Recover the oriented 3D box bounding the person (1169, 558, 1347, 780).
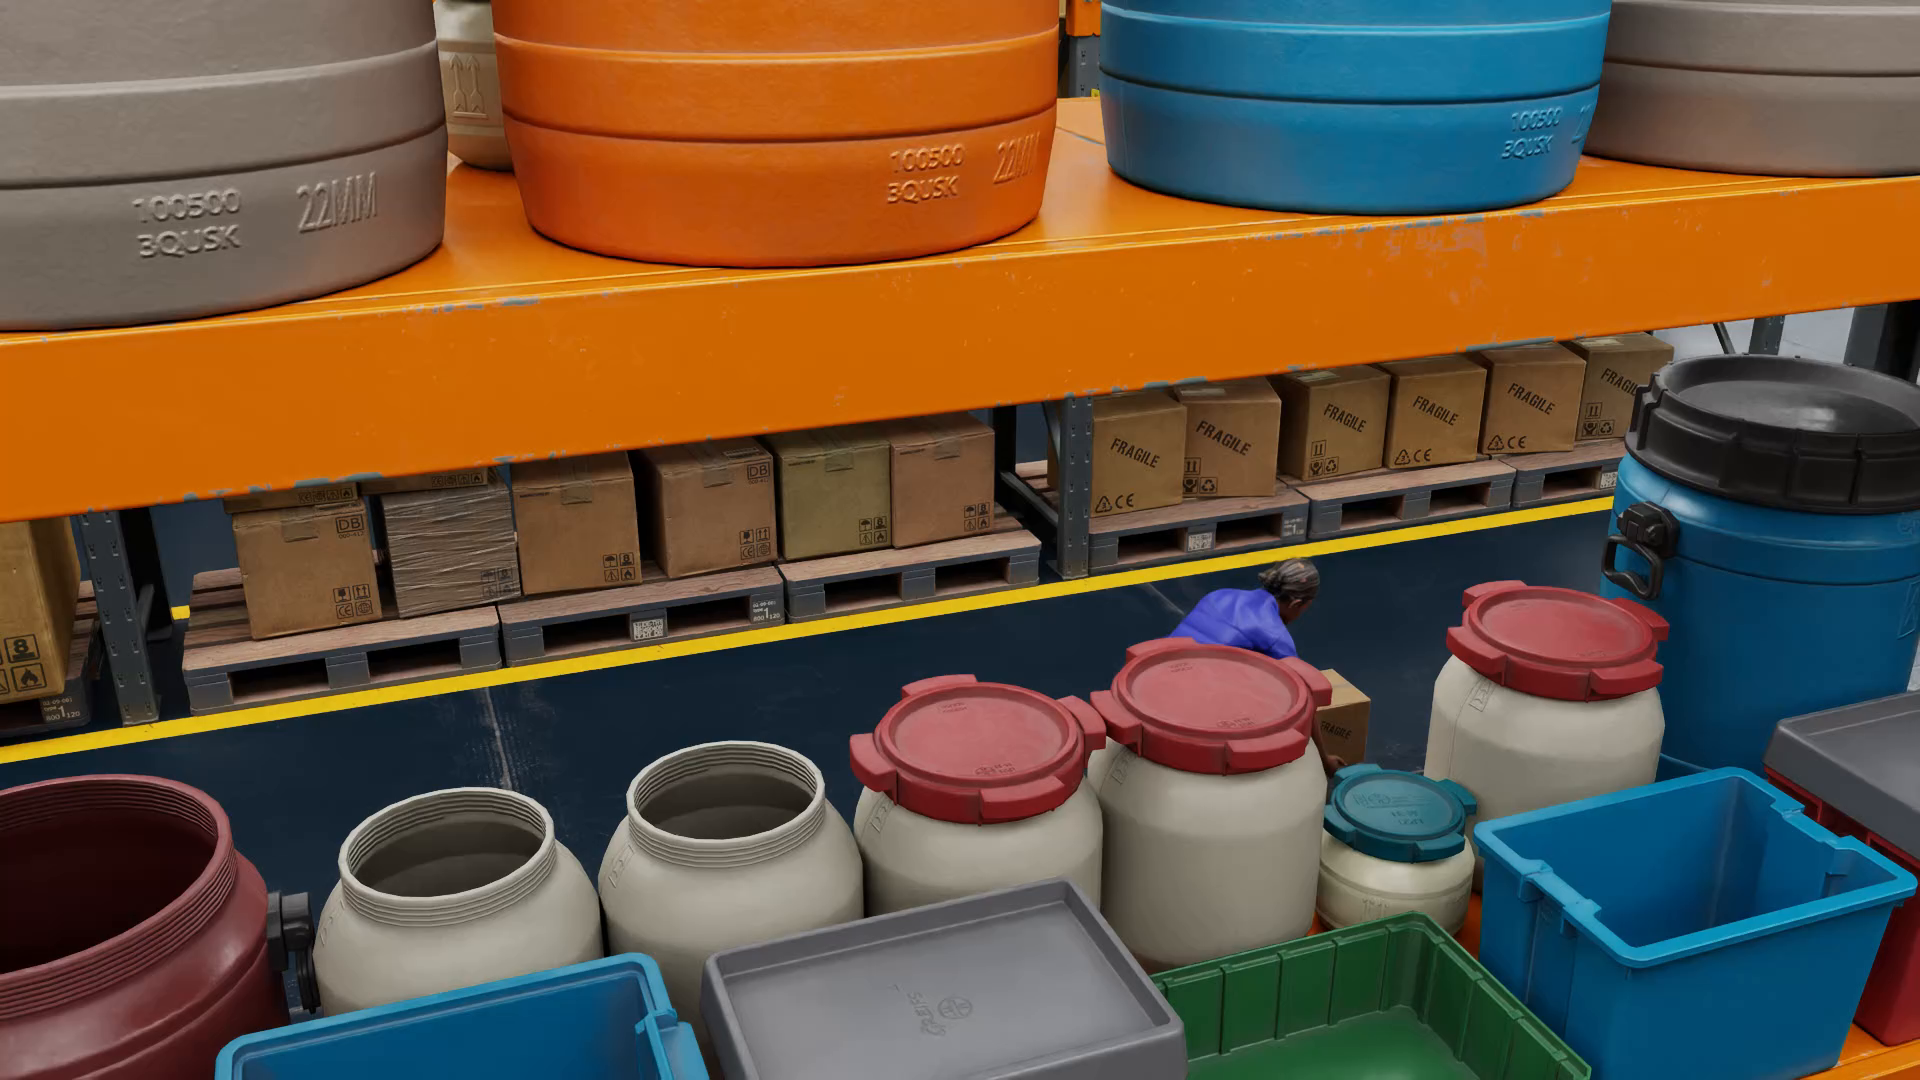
[{"bbox_3d":[0.917,0.555,5.707,0.820,0.946,0.486,-8,24,-19],"label":"person"}]
